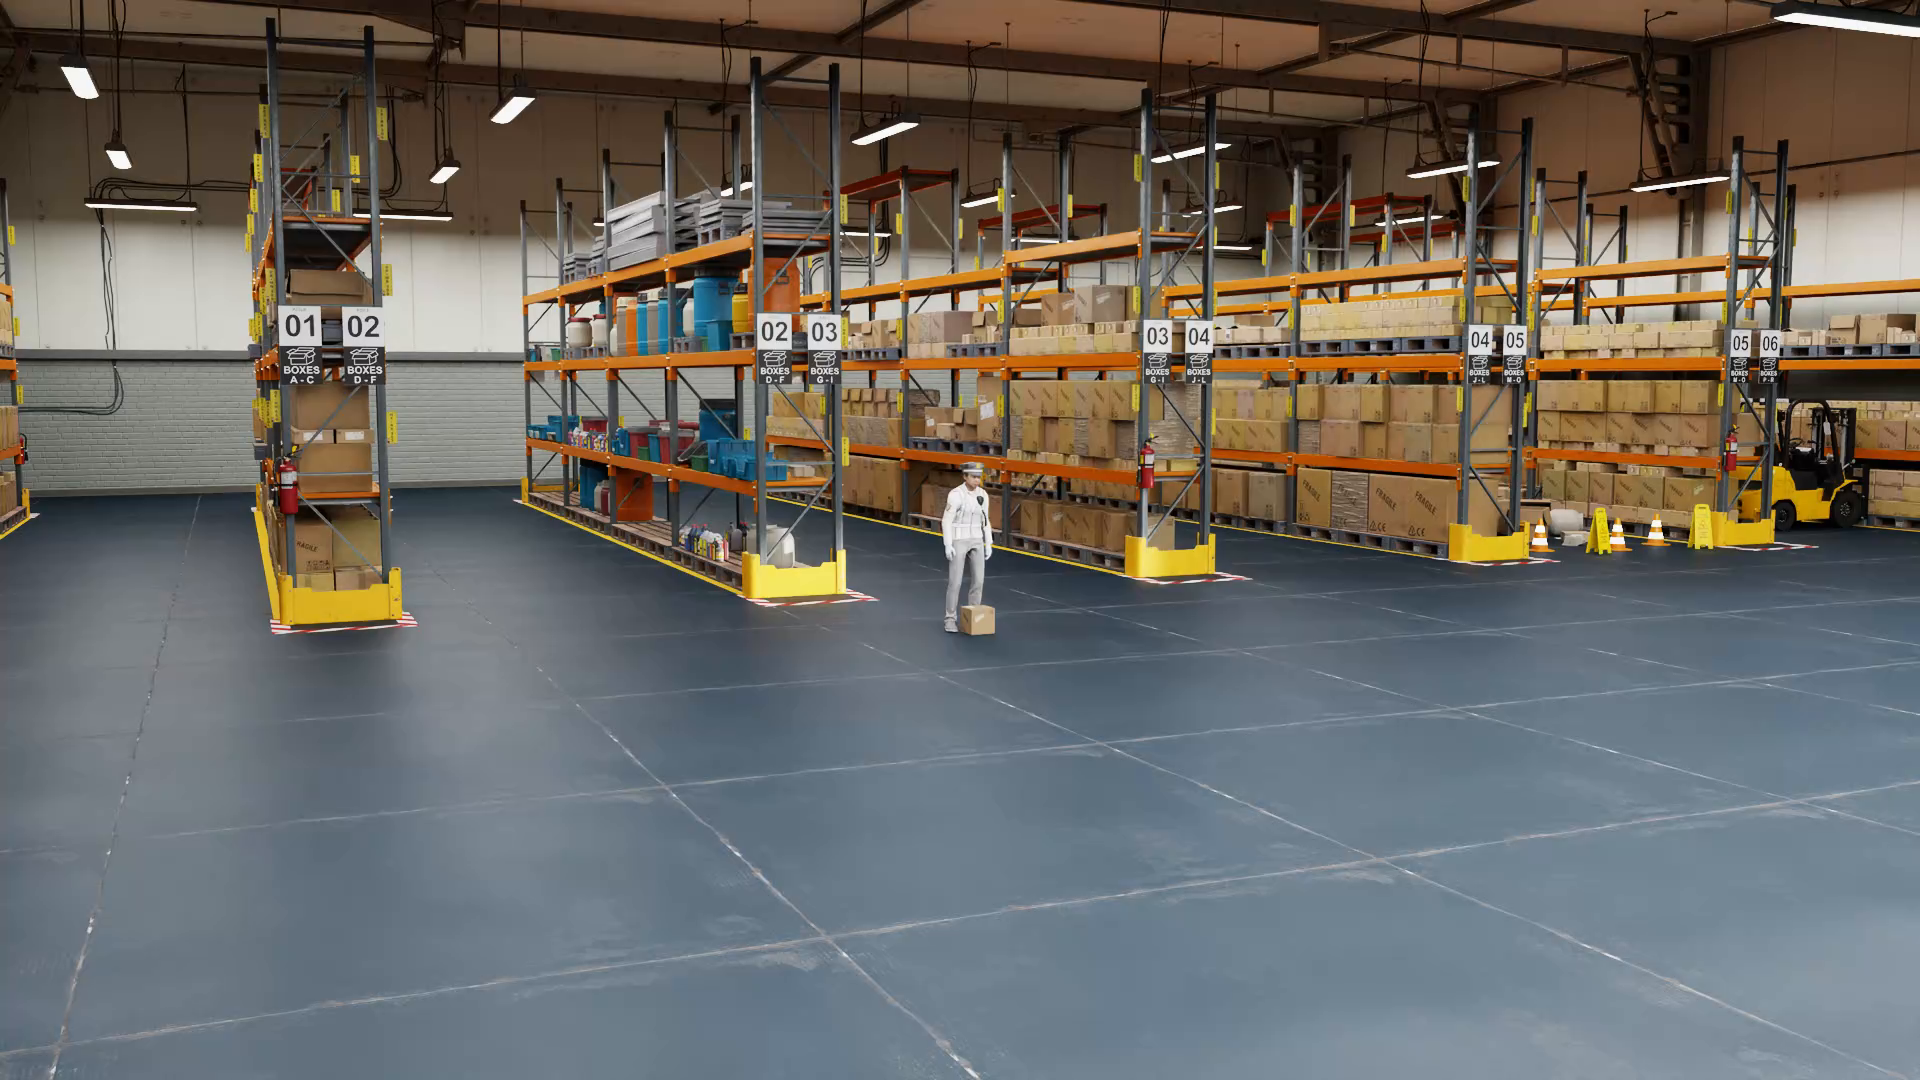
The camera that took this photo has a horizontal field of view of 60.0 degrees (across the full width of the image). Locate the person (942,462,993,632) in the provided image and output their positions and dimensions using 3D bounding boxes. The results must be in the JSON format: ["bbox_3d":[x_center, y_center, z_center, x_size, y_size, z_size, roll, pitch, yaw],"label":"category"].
[{"bbox_3d":[0.084,0.058,16.374,0.546,1.665,0.412,-3,6,-27],"label":"person"}]
